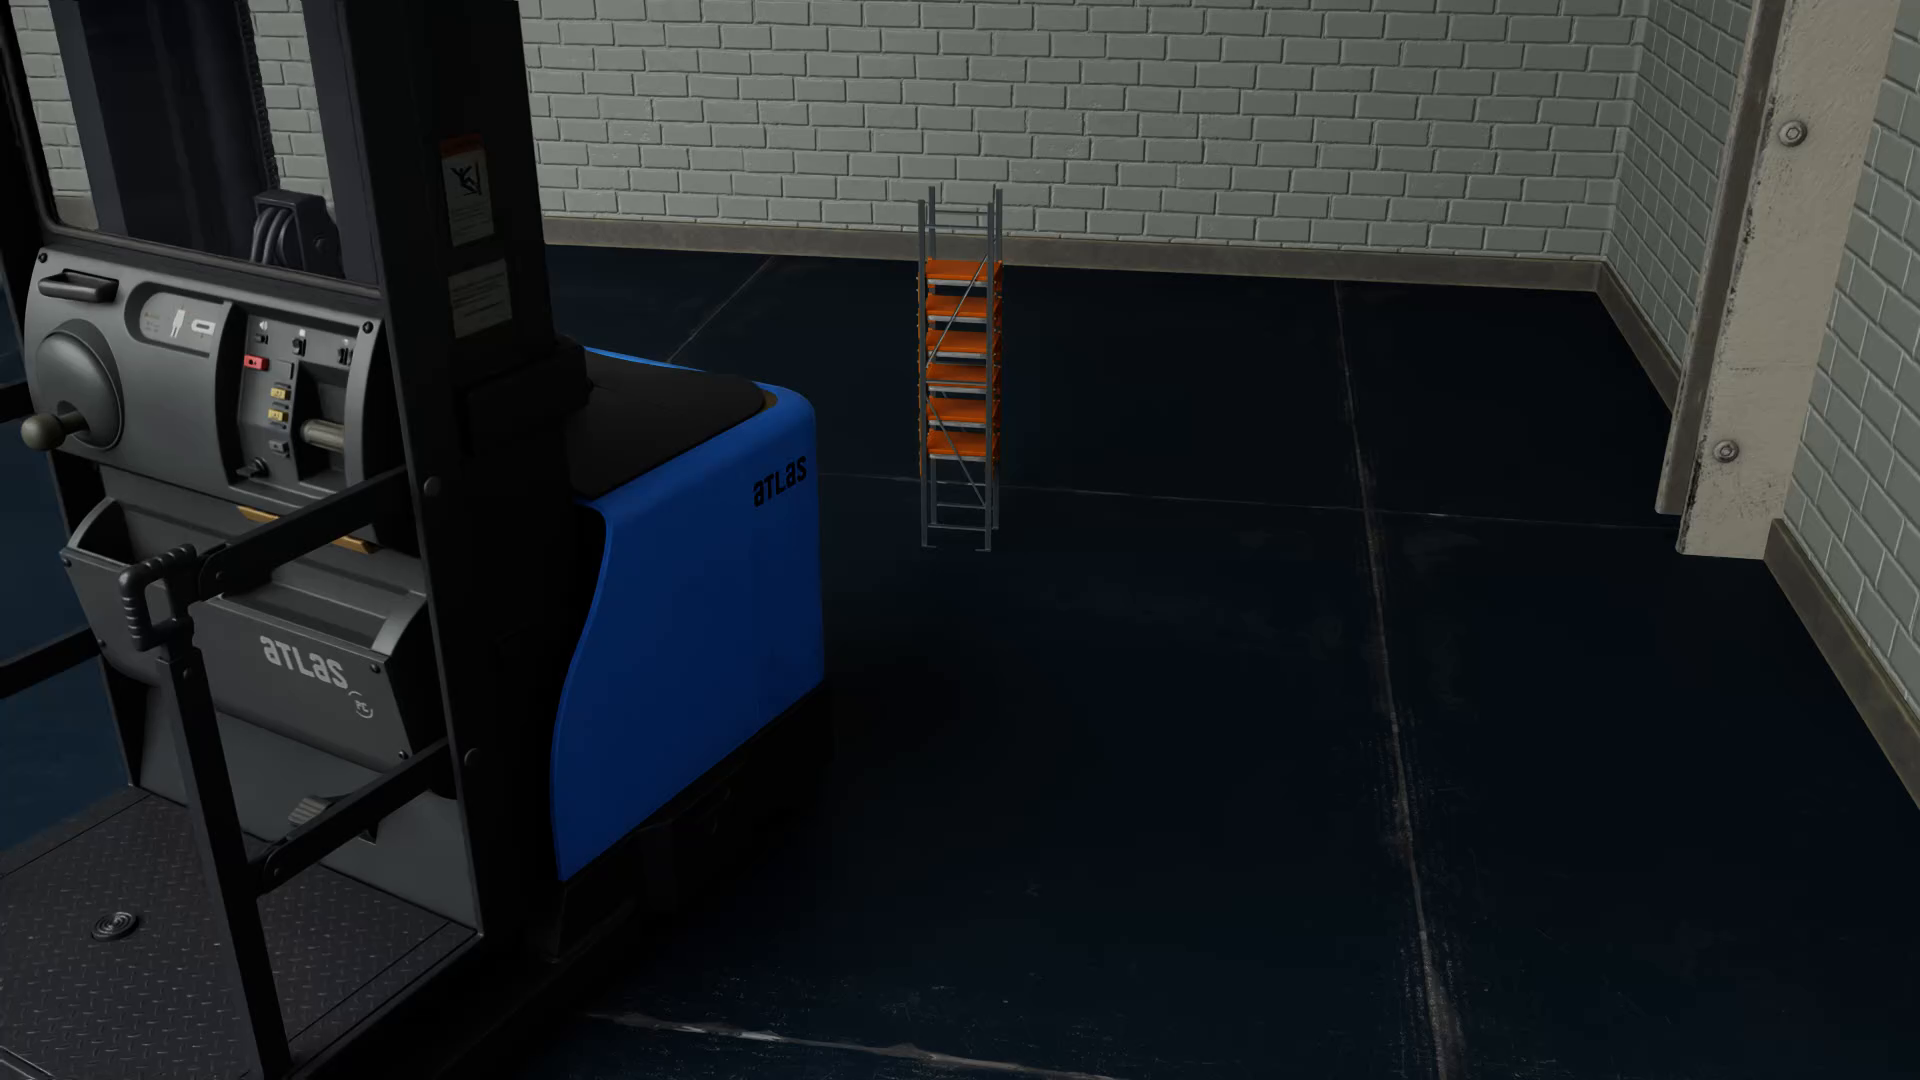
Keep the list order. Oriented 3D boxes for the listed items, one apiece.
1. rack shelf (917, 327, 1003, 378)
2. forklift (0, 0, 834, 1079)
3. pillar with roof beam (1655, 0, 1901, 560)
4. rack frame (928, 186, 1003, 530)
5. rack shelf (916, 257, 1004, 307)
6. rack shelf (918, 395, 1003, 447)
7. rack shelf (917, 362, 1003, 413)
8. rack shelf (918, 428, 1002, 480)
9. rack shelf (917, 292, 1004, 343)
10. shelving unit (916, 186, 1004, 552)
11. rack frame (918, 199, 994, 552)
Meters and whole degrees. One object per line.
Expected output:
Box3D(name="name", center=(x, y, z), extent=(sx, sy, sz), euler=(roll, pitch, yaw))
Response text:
Box3D(name="rack shelf", center=(0.002, -0.618, 5.477), extent=(0.258, 0.103, 0.180), euler=(4, 25, 9))
Box3D(name="forklift", center=(-1.498, -0.268, 2.865), extent=(1.130, 2.935, 3.031), euler=(14, 28, 27))
Box3D(name="pillar with roof beam", center=(-1.620, -4.399, 4.534), extent=(9.100, 9.000, 0.400), euler=(4, 25, 9))
Box3D(name="rack frame", center=(0.017, -0.588, 5.590), extent=(0.240, 1.200, 0.006), euler=(4, 25, 9))
Box3D(name="rack shelf", center=(0.002, -0.835, 5.375), extent=(0.258, 0.103, 0.180), euler=(4, 25, 9))
Box3D(name="rack shelf", center=(0.002, -0.401, 5.578), extent=(0.258, 0.103, 0.180), euler=(4, 25, 9))
Box3D(name="rack shelf", center=(0.002, -0.509, 5.527), extent=(0.258, 0.103, 0.180), euler=(4, 25, 9))
Box3D(name="rack shelf", center=(0.002, -0.292, 5.629), extent=(0.258, 0.103, 0.180), euler=(4, 25, 9))
Box3D(name="rack shelf", center=(0.002, -0.727, 5.426), extent=(0.258, 0.103, 0.180), euler=(4, 25, 9))
Box3D(name="shelving unit", center=(0.002, -0.549, 5.509), extent=(0.258, 1.200, 0.189), euler=(4, 25, 9))
Box3D(name="rack frame", center=(-0.013, -0.511, 5.427), extent=(0.240, 1.200, 0.006), euler=(4, 25, 9))
